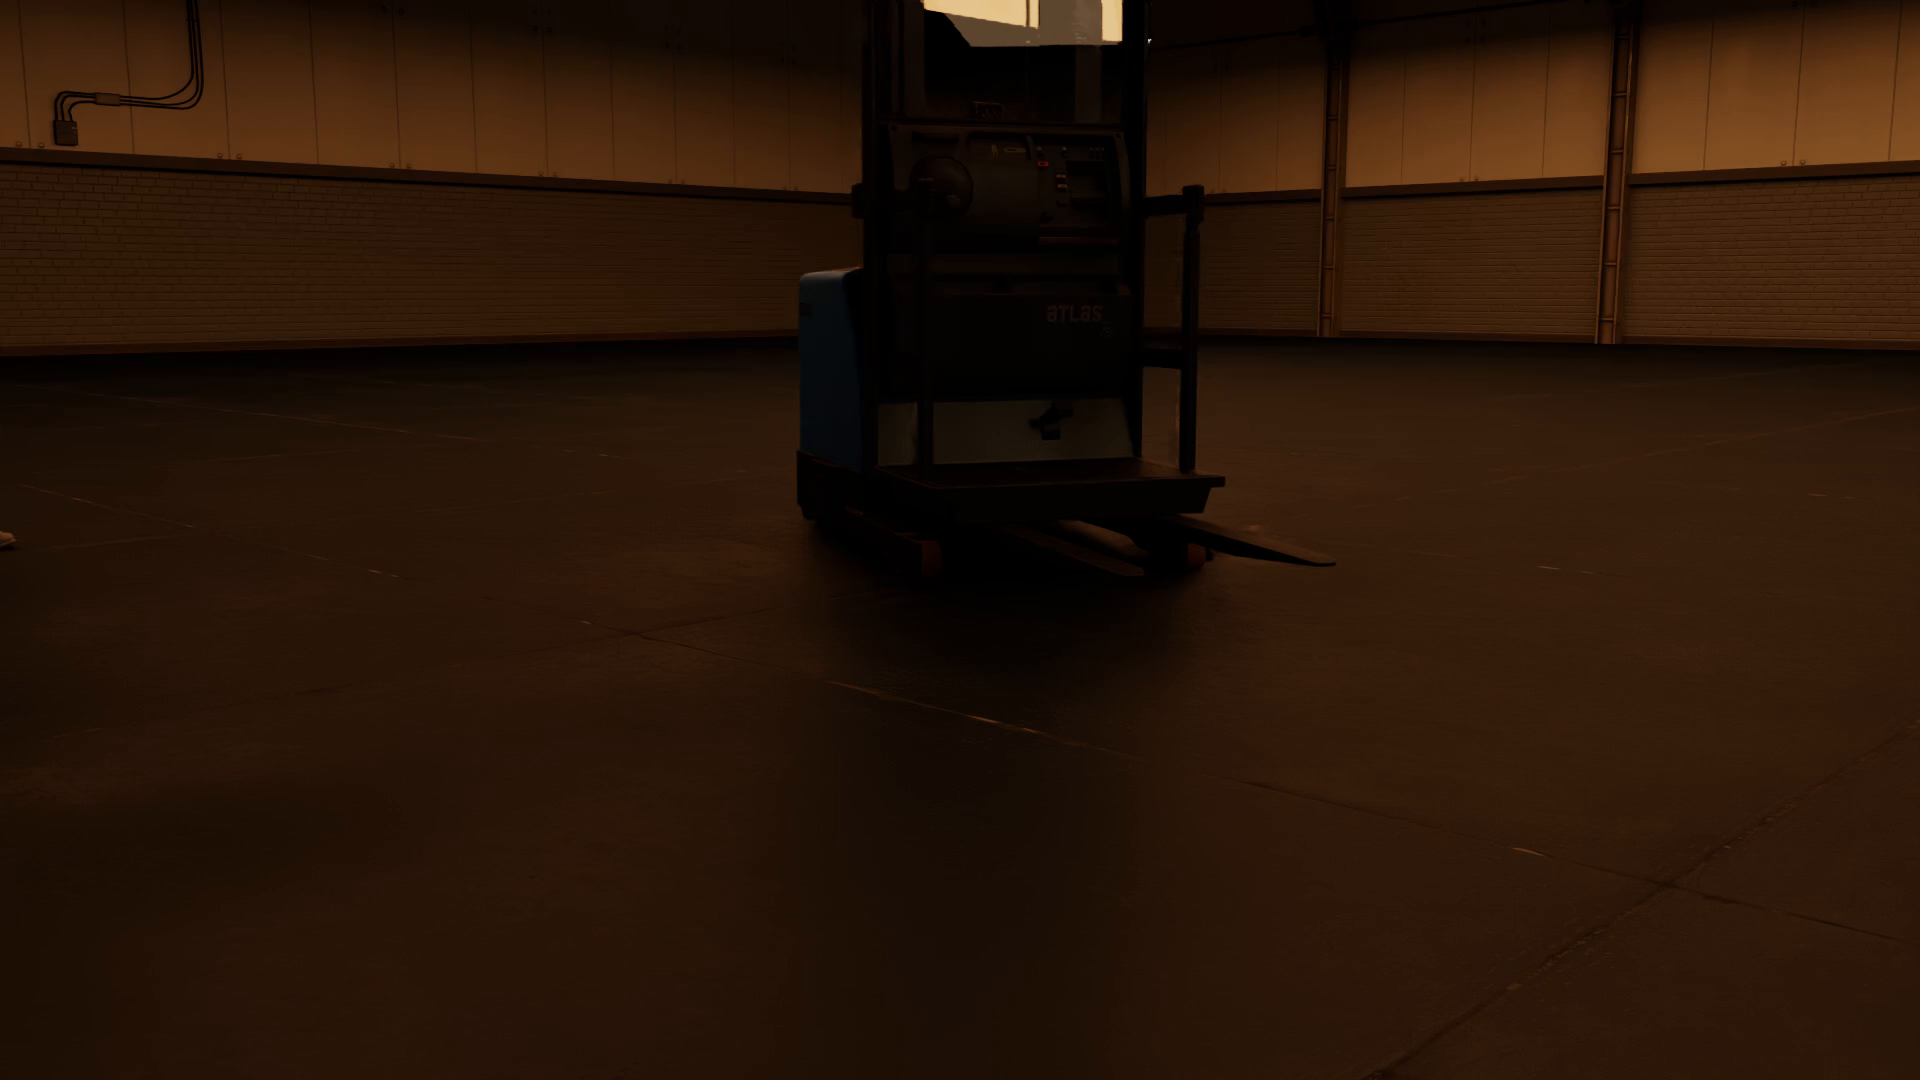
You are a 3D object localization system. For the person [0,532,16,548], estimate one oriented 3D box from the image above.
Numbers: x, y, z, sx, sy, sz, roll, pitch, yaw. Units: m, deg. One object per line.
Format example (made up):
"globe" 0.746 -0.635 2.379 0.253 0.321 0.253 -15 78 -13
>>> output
"person" -3.864 -0.778 6.025 0.431 1.746 0.796 0 9 -3

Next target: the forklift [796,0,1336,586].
"forklift" 0.260 -1.358 5.892 1.130 2.935 3.031 -3 9 -19
